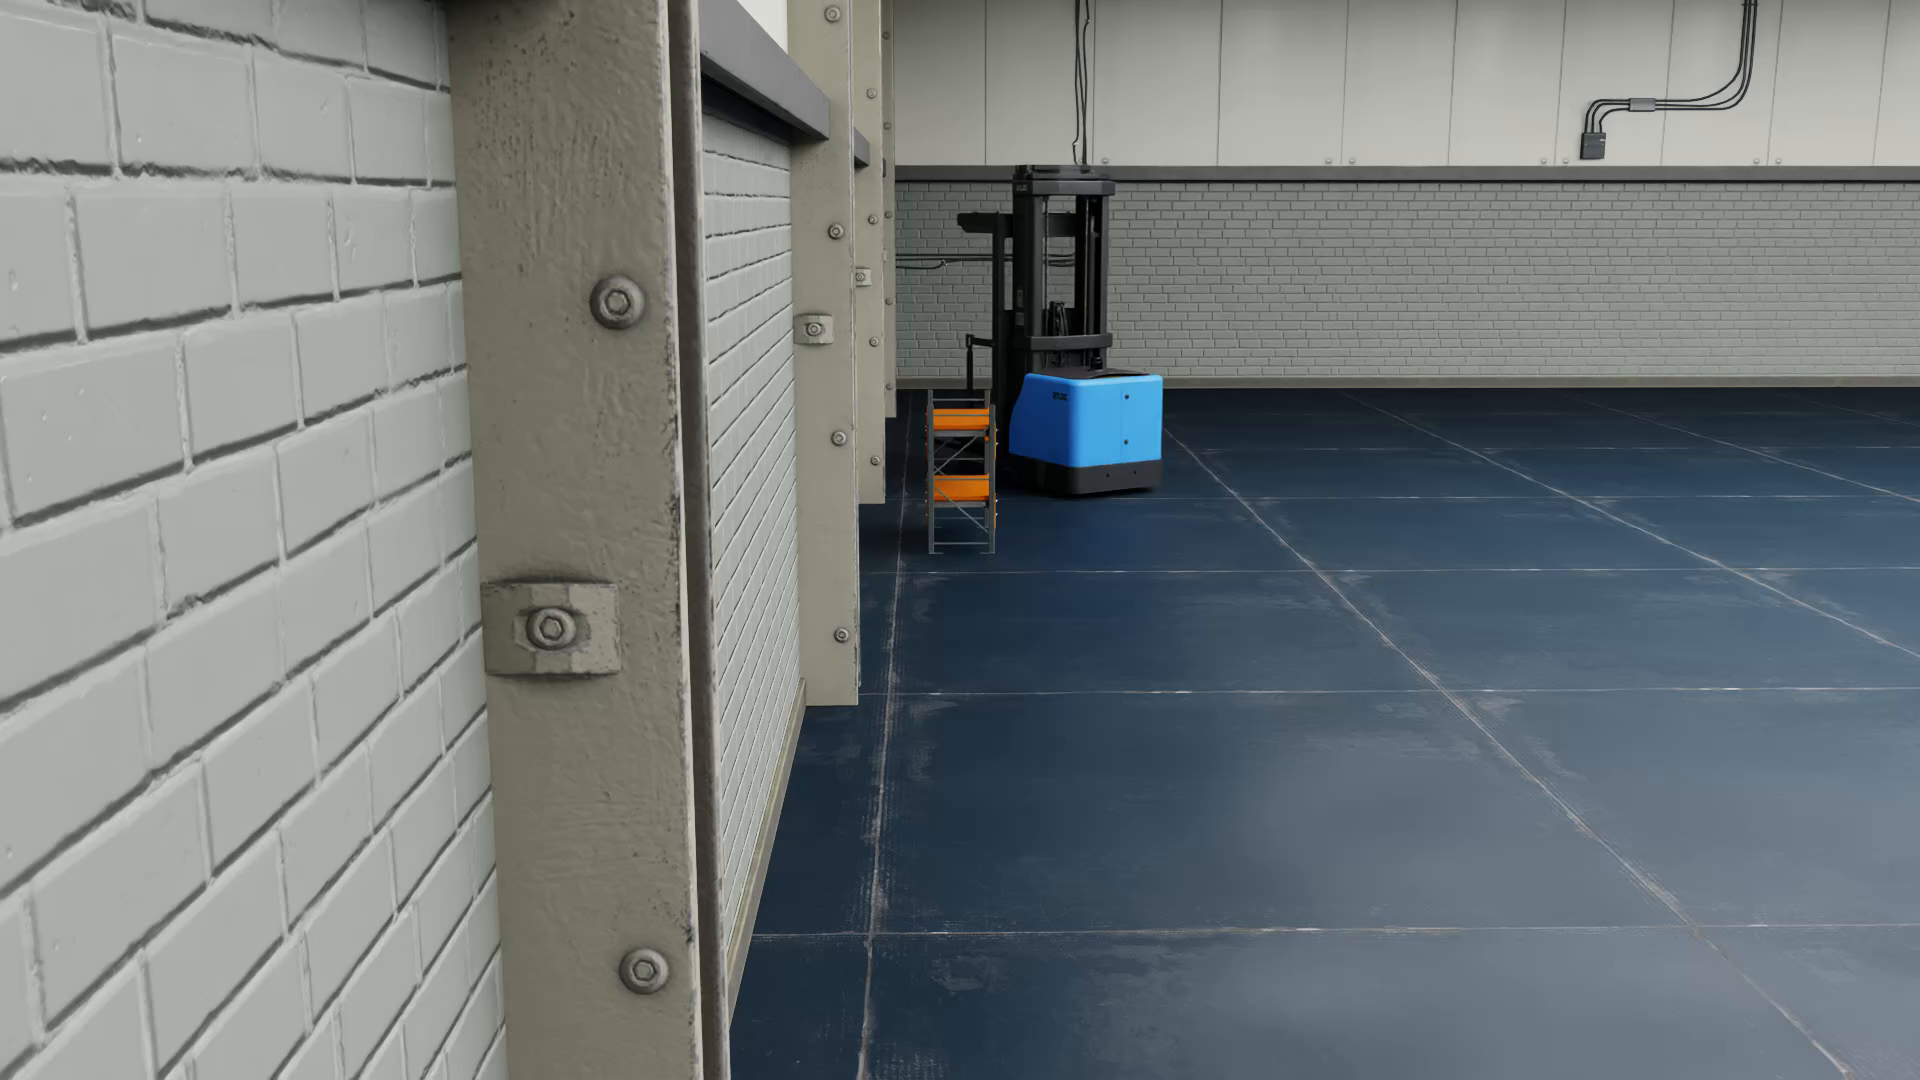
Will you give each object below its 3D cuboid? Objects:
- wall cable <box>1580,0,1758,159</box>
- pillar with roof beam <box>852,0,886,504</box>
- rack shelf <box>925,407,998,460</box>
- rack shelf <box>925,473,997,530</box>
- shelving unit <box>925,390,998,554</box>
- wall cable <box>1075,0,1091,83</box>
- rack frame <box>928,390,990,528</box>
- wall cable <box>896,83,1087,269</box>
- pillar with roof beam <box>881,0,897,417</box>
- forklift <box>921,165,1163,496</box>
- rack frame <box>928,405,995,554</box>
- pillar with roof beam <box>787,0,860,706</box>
[{"bbox_3d":[9.806,-8.257,22.574,2.305,6.003,0.169,0,11,-1],"label":"wall cable"},{"bbox_3d":[3.482,-4.789,14.030,9.100,9.000,0.400,0,11,-1],"label":"pillar with roof beam"},{"bbox_3d":[0.000,-0.837,12.882,0.538,0.278,1.000,0,11,-1],"label":"rack shelf"},{"bbox_3d":[0.000,-0.310,12.989,0.538,0.278,1.000,0,11,-1],"label":"rack shelf"},{"bbox_3d":[0.000,-0.550,12.941,0.538,1.125,1.048,0,11,-1],"label":"shelving unit"},{"bbox_3d":[3.019,-7.519,22.597,3.097,2.526,0.112,0,11,-1],"label":"wall cable"},{"bbox_3d":[-0.010,-0.651,13.439,0.500,1.125,0.032,0,11,-1],"label":"rack frame"},{"bbox_3d":[0.315,-5.033,23.044,3.097,2.526,0.112,0,11,-1],"label":"wall cable"},{"bbox_3d":[3.358,-5.981,19.909,9.100,9.000,0.400,0,11,-1],"label":"pillar with roof beam"},{"bbox_3d":[0.657,-2.074,15.912,1.130,2.935,3.031,-7,13,-30],"label":"forklift"},{"bbox_3d":[0.011,-0.449,12.443,0.500,1.125,0.032,0,11,-1],"label":"rack frame"},{"bbox_3d":[3.606,-3.596,8.151,9.100,9.000,0.400,0,11,-1],"label":"pillar with roof beam"}]
